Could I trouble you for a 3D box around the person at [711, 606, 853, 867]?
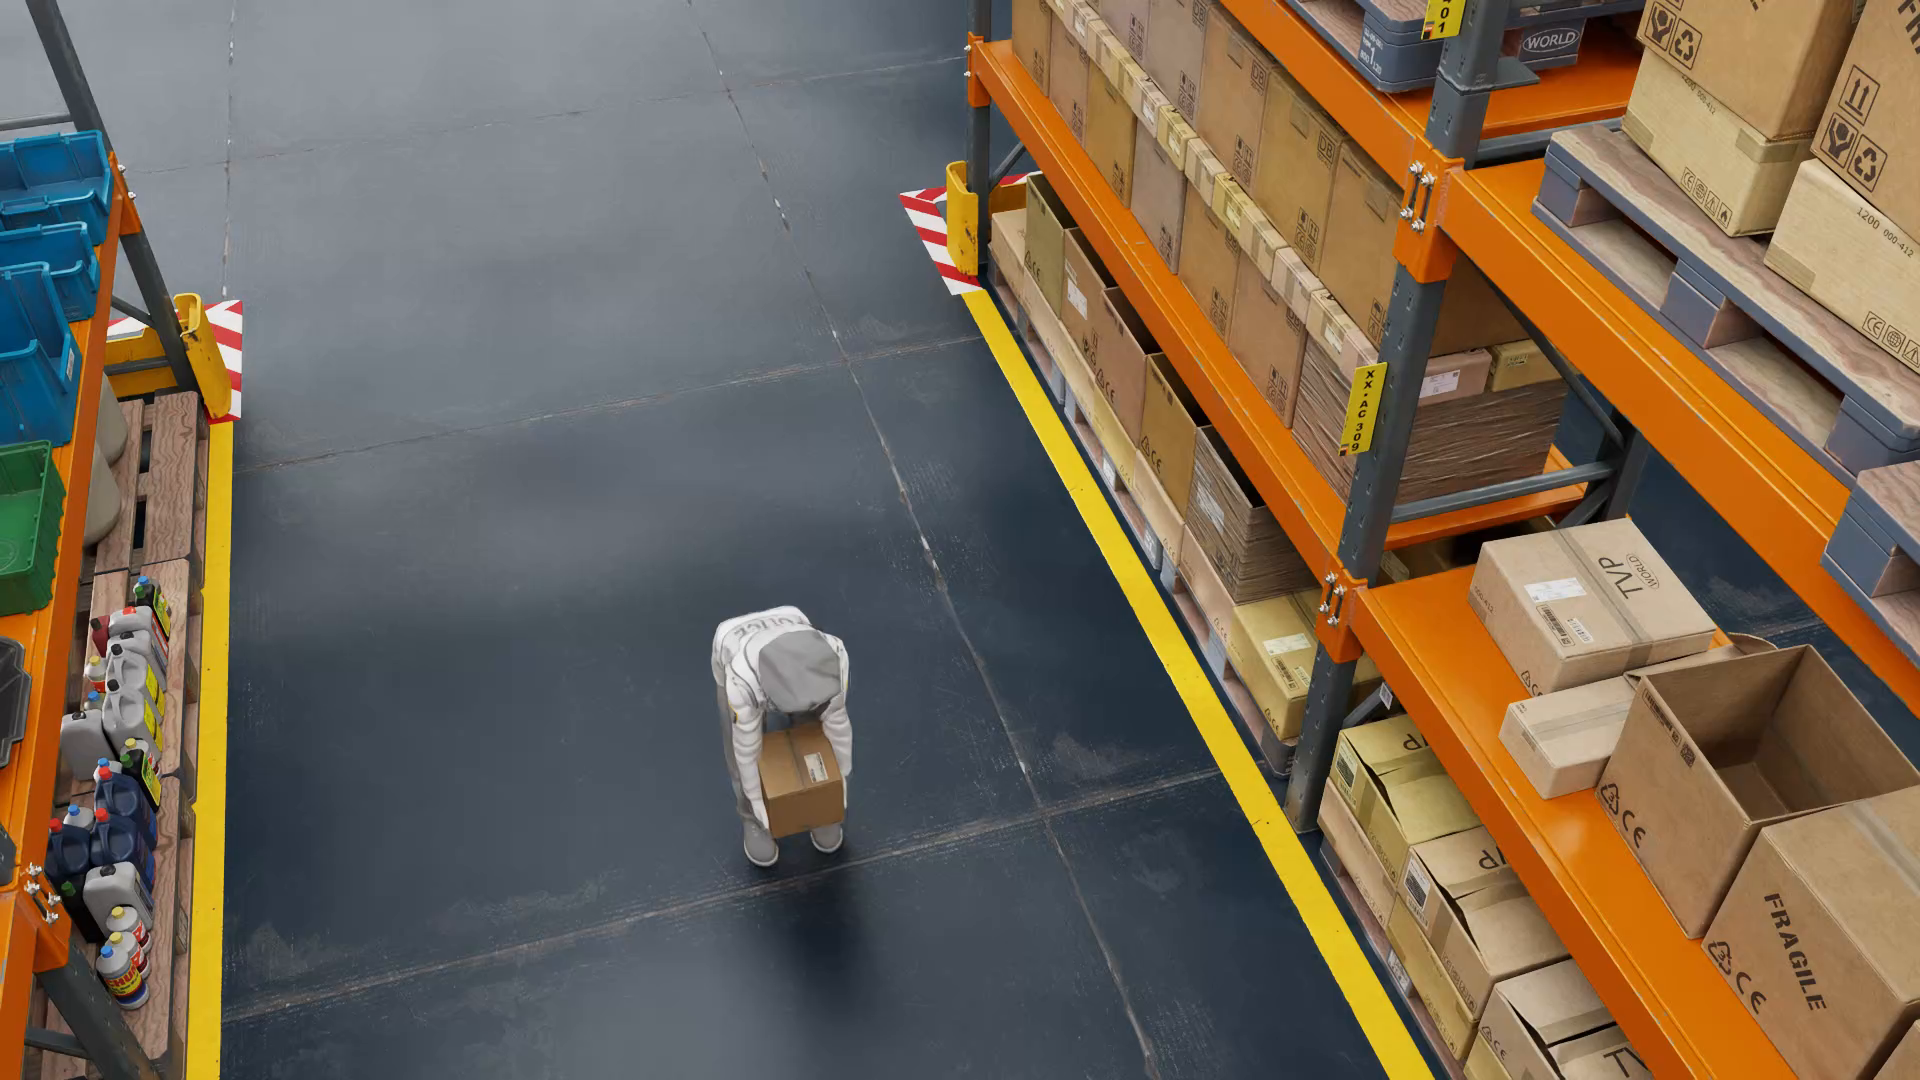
[{"bbox_3d":[-0.569,0.683,5.596,0.407,1.427,0.814,-13,44,-14],"label":"person"}]
